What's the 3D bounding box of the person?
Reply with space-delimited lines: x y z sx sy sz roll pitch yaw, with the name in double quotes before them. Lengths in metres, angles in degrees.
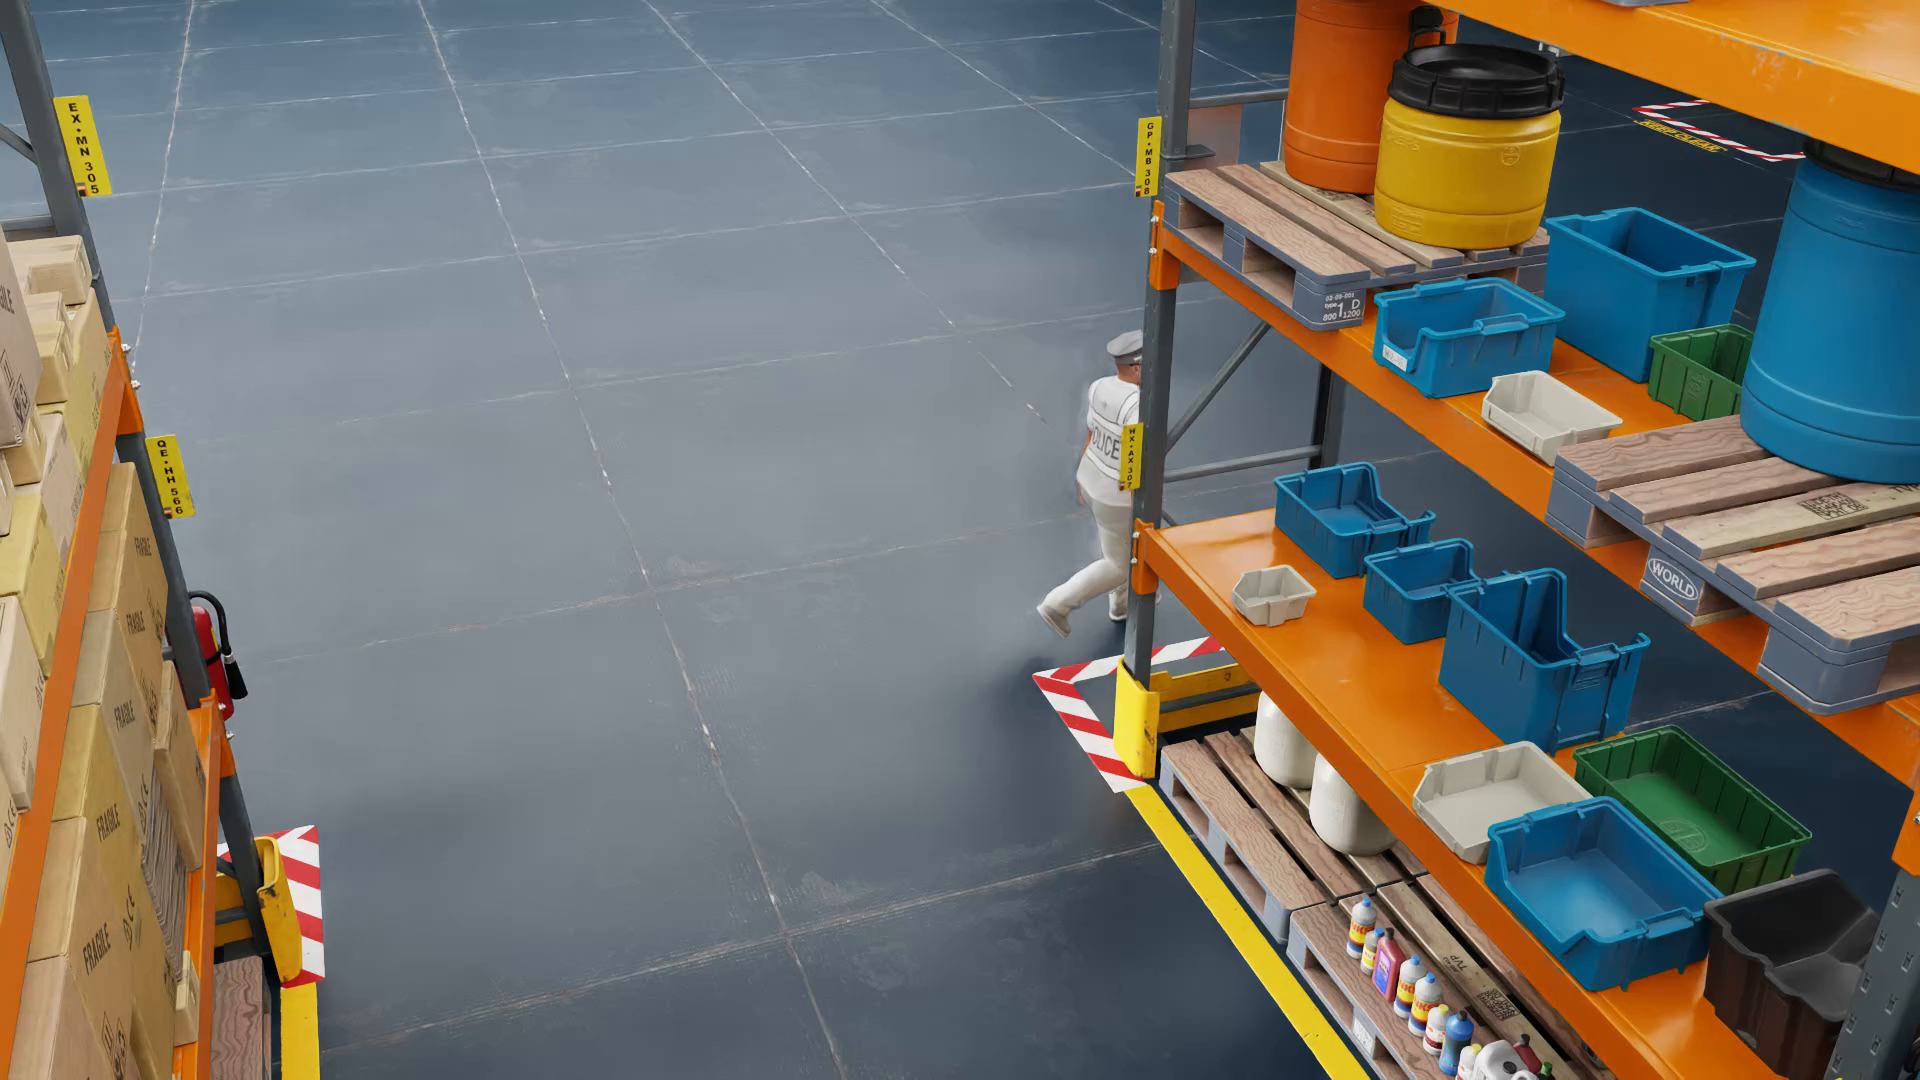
"person" 0.780 -0.256 8.768 0.854 1.745 0.591 -11 31 -18
